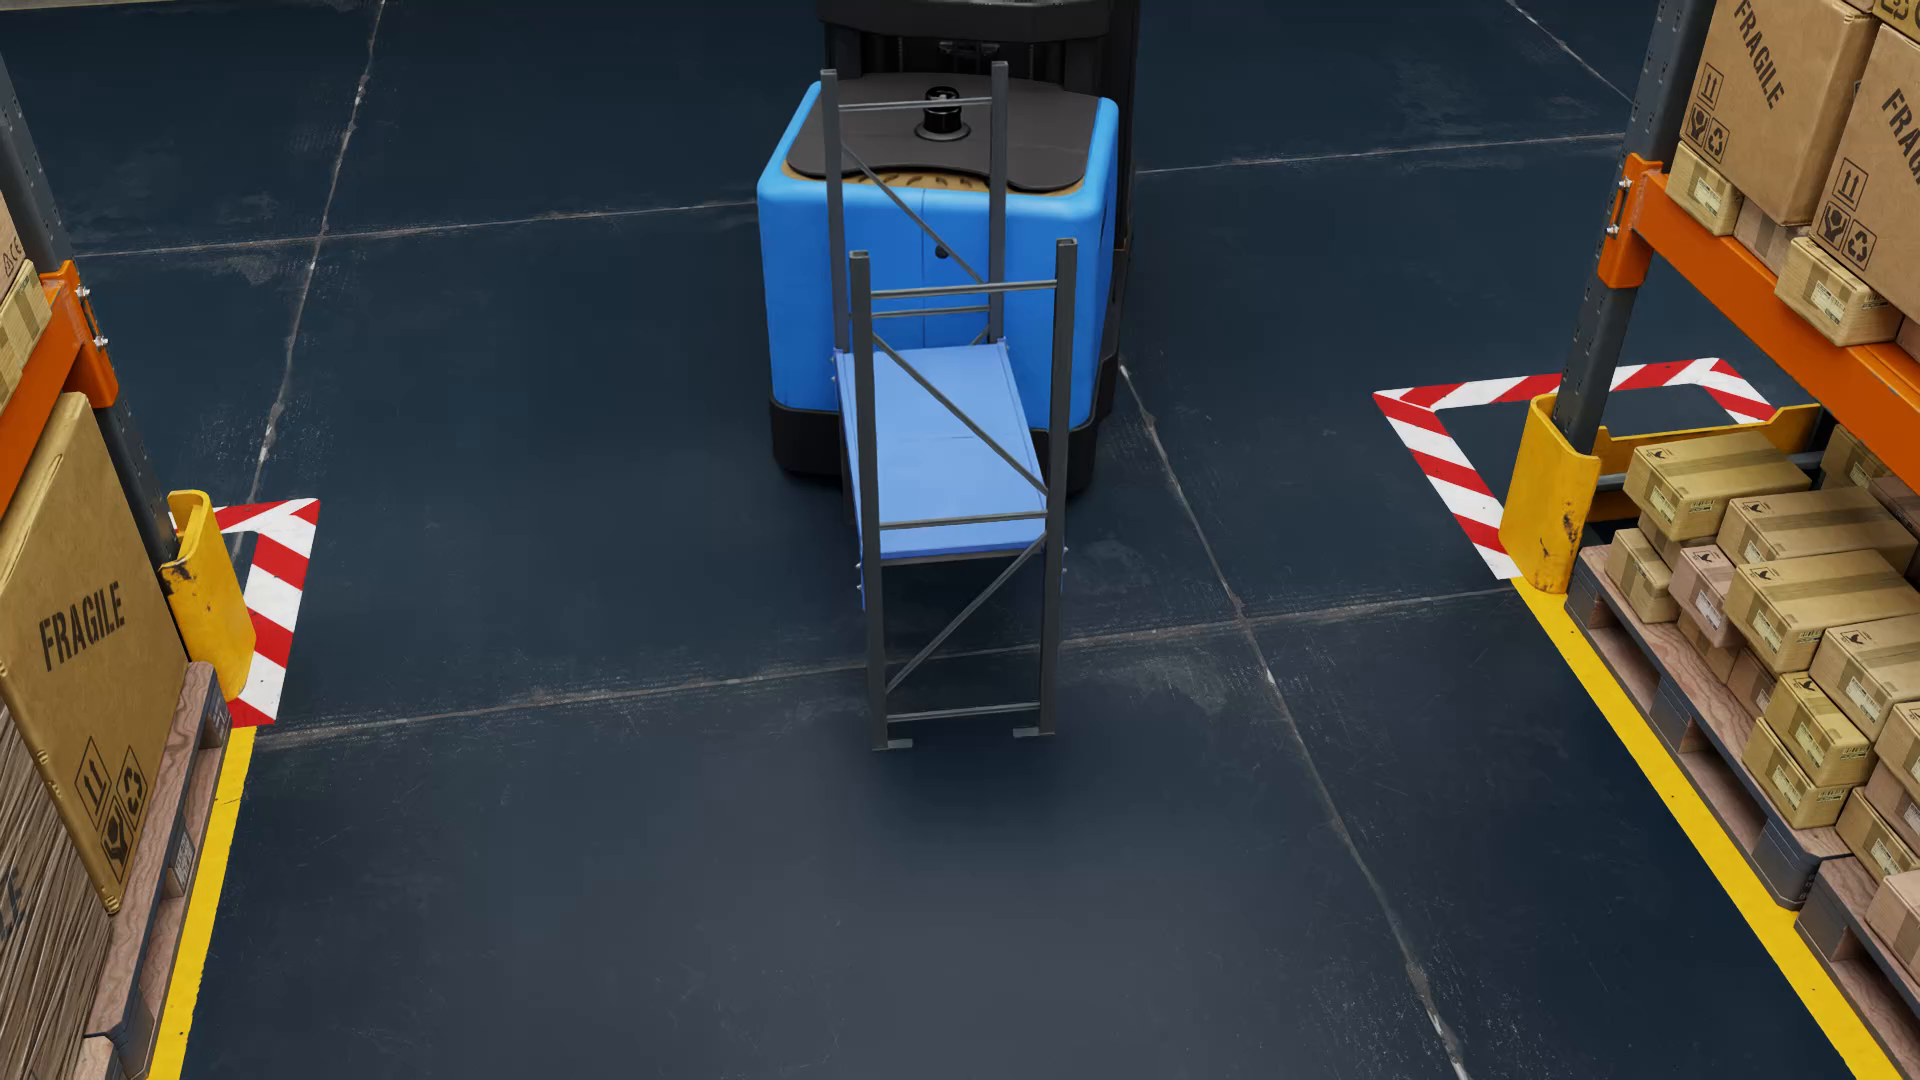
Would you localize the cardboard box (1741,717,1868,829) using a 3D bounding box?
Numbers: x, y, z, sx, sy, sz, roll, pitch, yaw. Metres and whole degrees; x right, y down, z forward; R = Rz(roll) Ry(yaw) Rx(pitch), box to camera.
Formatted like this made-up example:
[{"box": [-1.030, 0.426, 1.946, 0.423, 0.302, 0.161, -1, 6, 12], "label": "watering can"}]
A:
[{"box": [2.173, 0.549, 4.080, 0.380, 0.149, 0.250, -6, 38, -7], "label": "cardboard box"}]

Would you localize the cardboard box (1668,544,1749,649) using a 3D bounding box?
[{"box": [2.115, 0.132, 4.375, 0.380, 0.149, 0.250, -6, 38, -8], "label": "cardboard box"}]

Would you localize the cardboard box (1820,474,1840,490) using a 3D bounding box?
[{"box": [2.657, -0.096, 4.667, 0.380, 0.149, 0.250, -7, 38, -9], "label": "cardboard box"}]

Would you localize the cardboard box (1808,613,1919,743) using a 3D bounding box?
[{"box": [2.250, 0.312, 3.900, 0.380, 0.149, 0.250, -8, 39, -10], "label": "cardboard box"}]

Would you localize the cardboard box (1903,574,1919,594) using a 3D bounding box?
[{"box": [2.649, 0.068, 4.457, 0.380, 0.149, 0.250, -7, 38, -9], "label": "cardboard box"}]

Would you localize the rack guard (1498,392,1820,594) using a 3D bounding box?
[{"box": [2.296, -0.193, 5.092, 1.175, 0.500, 0.348, -6, 38, -8], "label": "rack guard"}]

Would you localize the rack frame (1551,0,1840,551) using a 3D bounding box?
[{"box": [2.283, -1.226, 4.384, 1.000, 3.000, 0.127, -6, 38, -8], "label": "rack frame"}]

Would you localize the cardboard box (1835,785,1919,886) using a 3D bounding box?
[{"box": [2.312, 0.693, 3.895, 0.380, 0.149, 0.250, -6, 38, -8], "label": "cardboard box"}]

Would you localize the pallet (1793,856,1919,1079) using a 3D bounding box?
[{"box": [2.614, 1.150, 3.597, 1.003, 0.211, 1.213, -6, 38, -8], "label": "pallet"}]

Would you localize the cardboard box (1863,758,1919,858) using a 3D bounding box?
[{"box": [2.323, 0.587, 3.789, 0.380, 0.149, 0.250, -8, 39, -10], "label": "cardboard box"}]

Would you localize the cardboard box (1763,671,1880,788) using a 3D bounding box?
[{"box": [2.183, 0.437, 3.982, 0.380, 0.149, 0.250, -5, 38, -7], "label": "cardboard box"}]

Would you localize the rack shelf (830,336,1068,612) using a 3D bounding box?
[{"box": [-0.056, -0.213, 4.595, 0.538, 0.185, 1.000, -4, 38, -6], "label": "rack shelf"}]

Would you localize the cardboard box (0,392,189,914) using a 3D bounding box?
[{"box": [-2.427, 0.297, 3.812, 0.875, 0.875, 0.875, -6, 38, -8], "label": "cardboard box"}]

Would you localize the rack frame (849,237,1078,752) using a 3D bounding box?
[{"box": [0.009, -0.046, 4.086, 0.500, 1.500, 0.032, -4, 38, -6], "label": "rack frame"}]

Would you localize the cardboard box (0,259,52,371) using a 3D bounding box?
[{"box": [-2.231, -0.475, 3.621, 0.380, 0.149, 0.250, -6, 38, -7], "label": "cardboard box"}]

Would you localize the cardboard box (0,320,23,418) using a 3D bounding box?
[{"box": [-2.184, -0.318, 3.420, 0.380, 0.149, 0.250, -6, 38, -7], "label": "cardboard box"}]

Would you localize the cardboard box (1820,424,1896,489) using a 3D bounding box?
[{"box": [2.625, -0.209, 4.570, 0.380, 0.149, 0.250, -6, 38, -7], "label": "cardboard box"}]

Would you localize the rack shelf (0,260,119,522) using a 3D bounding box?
[{"box": [-2.267, 0.738, 2.441, 1.077, 0.370, 4.000, -6, 38, -8], "label": "rack shelf"}]

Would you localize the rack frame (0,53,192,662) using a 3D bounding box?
[{"box": [-2.618, -0.754, 3.776, 1.000, 3.000, 0.127, -6, 38, -8], "label": "rack frame"}]

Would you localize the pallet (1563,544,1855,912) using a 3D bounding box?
[{"box": [2.404, 0.415, 4.544, 1.003, 0.211, 1.213, -6, 38, -8], "label": "pallet"}]

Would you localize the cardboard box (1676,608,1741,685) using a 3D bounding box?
[{"box": [2.186, 0.234, 4.486, 0.380, 0.149, 0.250, -6, 38, -8], "label": "cardboard box"}]

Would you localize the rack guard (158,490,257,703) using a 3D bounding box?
[{"box": [-2.622, 0.219, 4.561, 1.175, 0.500, 0.348, -6, 38, -8], "label": "rack guard"}]

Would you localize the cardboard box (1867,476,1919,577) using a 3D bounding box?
[{"box": [2.613, -0.051, 4.367, 0.380, 0.149, 0.250, -6, 38, -7], "label": "cardboard box"}]

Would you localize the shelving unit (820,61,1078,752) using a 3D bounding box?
[{"box": [-0.056, -0.355, 4.484, 0.538, 1.500, 1.048, -4, 38, -6], "label": "shelving unit"}]

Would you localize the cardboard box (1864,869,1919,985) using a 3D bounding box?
[{"box": [2.270, 0.853, 3.689, 0.380, 0.149, 0.250, -8, 39, -10], "label": "cardboard box"}]

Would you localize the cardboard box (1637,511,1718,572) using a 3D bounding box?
[{"box": [2.122, -0.040, 4.595, 0.380, 0.149, 0.250, -5, 38, -6], "label": "cardboard box"}]

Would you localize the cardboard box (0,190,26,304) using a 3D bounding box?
[{"box": [-2.272, -0.548, 3.390, 0.500, 0.250, 0.500, -7, 38, -9], "label": "cardboard box"}]

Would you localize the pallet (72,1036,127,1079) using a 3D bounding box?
[{"box": [-2.190, 1.557, 3.074, 1.003, 0.211, 1.213, -6, 38, -8], "label": "pallet"}]

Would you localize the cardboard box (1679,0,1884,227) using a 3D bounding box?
[{"box": [2.090, -1.083, 3.875, 0.500, 0.500, 0.500, -5, 38, -6], "label": "cardboard box"}]

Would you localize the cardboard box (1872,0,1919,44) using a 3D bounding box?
[{"box": [2.195, -1.174, 3.178, 0.500, 0.500, 0.500, -5, 38, -7], "label": "cardboard box"}]

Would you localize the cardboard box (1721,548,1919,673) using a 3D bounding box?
[{"box": [2.125, 0.171, 4.081, 0.380, 0.149, 0.250, -6, 38, -8], "label": "cardboard box"}]

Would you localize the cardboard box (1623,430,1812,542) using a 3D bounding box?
[{"box": [2.040, -0.148, 4.493, 0.380, 0.149, 0.250, -8, 39, -10], "label": "cardboard box"}]

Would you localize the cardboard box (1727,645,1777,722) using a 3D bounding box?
[{"box": [2.237, 0.383, 4.294, 0.380, 0.149, 0.250, -6, 38, -7], "label": "cardboard box"}]

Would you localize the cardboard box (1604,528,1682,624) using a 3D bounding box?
[{"box": [2.060, 0.084, 4.678, 0.380, 0.149, 0.250, -5, 38, -7], "label": "cardboard box"}]

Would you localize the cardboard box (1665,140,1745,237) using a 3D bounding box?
[{"box": [2.017, -0.896, 4.164, 0.380, 0.149, 0.250, -7, 38, -8], "label": "cardboard box"}]

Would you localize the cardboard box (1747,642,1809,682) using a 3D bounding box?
[{"box": [2.245, 0.270, 4.197, 0.380, 0.149, 0.250, -6, 38, -7], "label": "cardboard box"}]

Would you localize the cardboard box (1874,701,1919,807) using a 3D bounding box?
[{"box": [2.290, 0.481, 3.683, 0.380, 0.149, 0.250, -5, 38, -6], "label": "cardboard box"}]

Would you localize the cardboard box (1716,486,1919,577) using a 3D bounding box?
[{"box": [2.207, 0.005, 4.295, 0.380, 0.149, 0.250, -6, 38, -7], "label": "cardboard box"}]

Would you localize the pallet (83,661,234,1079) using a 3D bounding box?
[{"box": [-2.401, 0.822, 4.020, 1.003, 0.211, 1.213, -6, 38, -8], "label": "pallet"}]

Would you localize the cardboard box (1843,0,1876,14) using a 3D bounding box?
[{"box": [2.100, -1.479, 3.569, 0.500, 0.500, 0.500, -6, 38, -8], "label": "cardboard box"}]

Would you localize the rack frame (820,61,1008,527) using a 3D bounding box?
[{"box": [-0.121, -0.664, 4.883, 0.500, 1.500, 0.032, -4, 38, -6], "label": "rack frame"}]

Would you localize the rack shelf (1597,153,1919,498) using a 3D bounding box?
[{"box": [2.634, 0.266, 3.050, 1.077, 0.370, 4.000, -6, 38, -8], "label": "rack shelf"}]

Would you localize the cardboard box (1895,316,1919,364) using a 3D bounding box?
[{"box": [2.277, -0.437, 3.572, 0.380, 0.149, 0.250, -5, 38, -6], "label": "cardboard box"}]

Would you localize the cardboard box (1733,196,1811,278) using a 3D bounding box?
[{"box": [2.103, -0.747, 3.971, 0.380, 0.149, 0.250, -5, 38, -6], "label": "cardboard box"}]

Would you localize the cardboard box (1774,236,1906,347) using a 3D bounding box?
[{"box": [2.097, -0.579, 3.755, 0.380, 0.149, 0.250, -7, 38, -9], "label": "cardboard box"}]

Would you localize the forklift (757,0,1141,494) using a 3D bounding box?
[{"box": [0.107, -2.204, 5.697, 1.130, 2.935, 3.031, 5, 38, 7], "label": "forklift"}]

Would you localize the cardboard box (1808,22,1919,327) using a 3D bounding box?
[{"box": [2.209, -0.762, 3.462, 0.500, 0.500, 0.500, -6, 38, -8], "label": "cardboard box"}]

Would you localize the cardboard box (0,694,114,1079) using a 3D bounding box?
[{"box": [-2.267, 0.847, 3.105, 0.875, 0.875, 0.875, -6, 38, -8], "label": "cardboard box"}]
